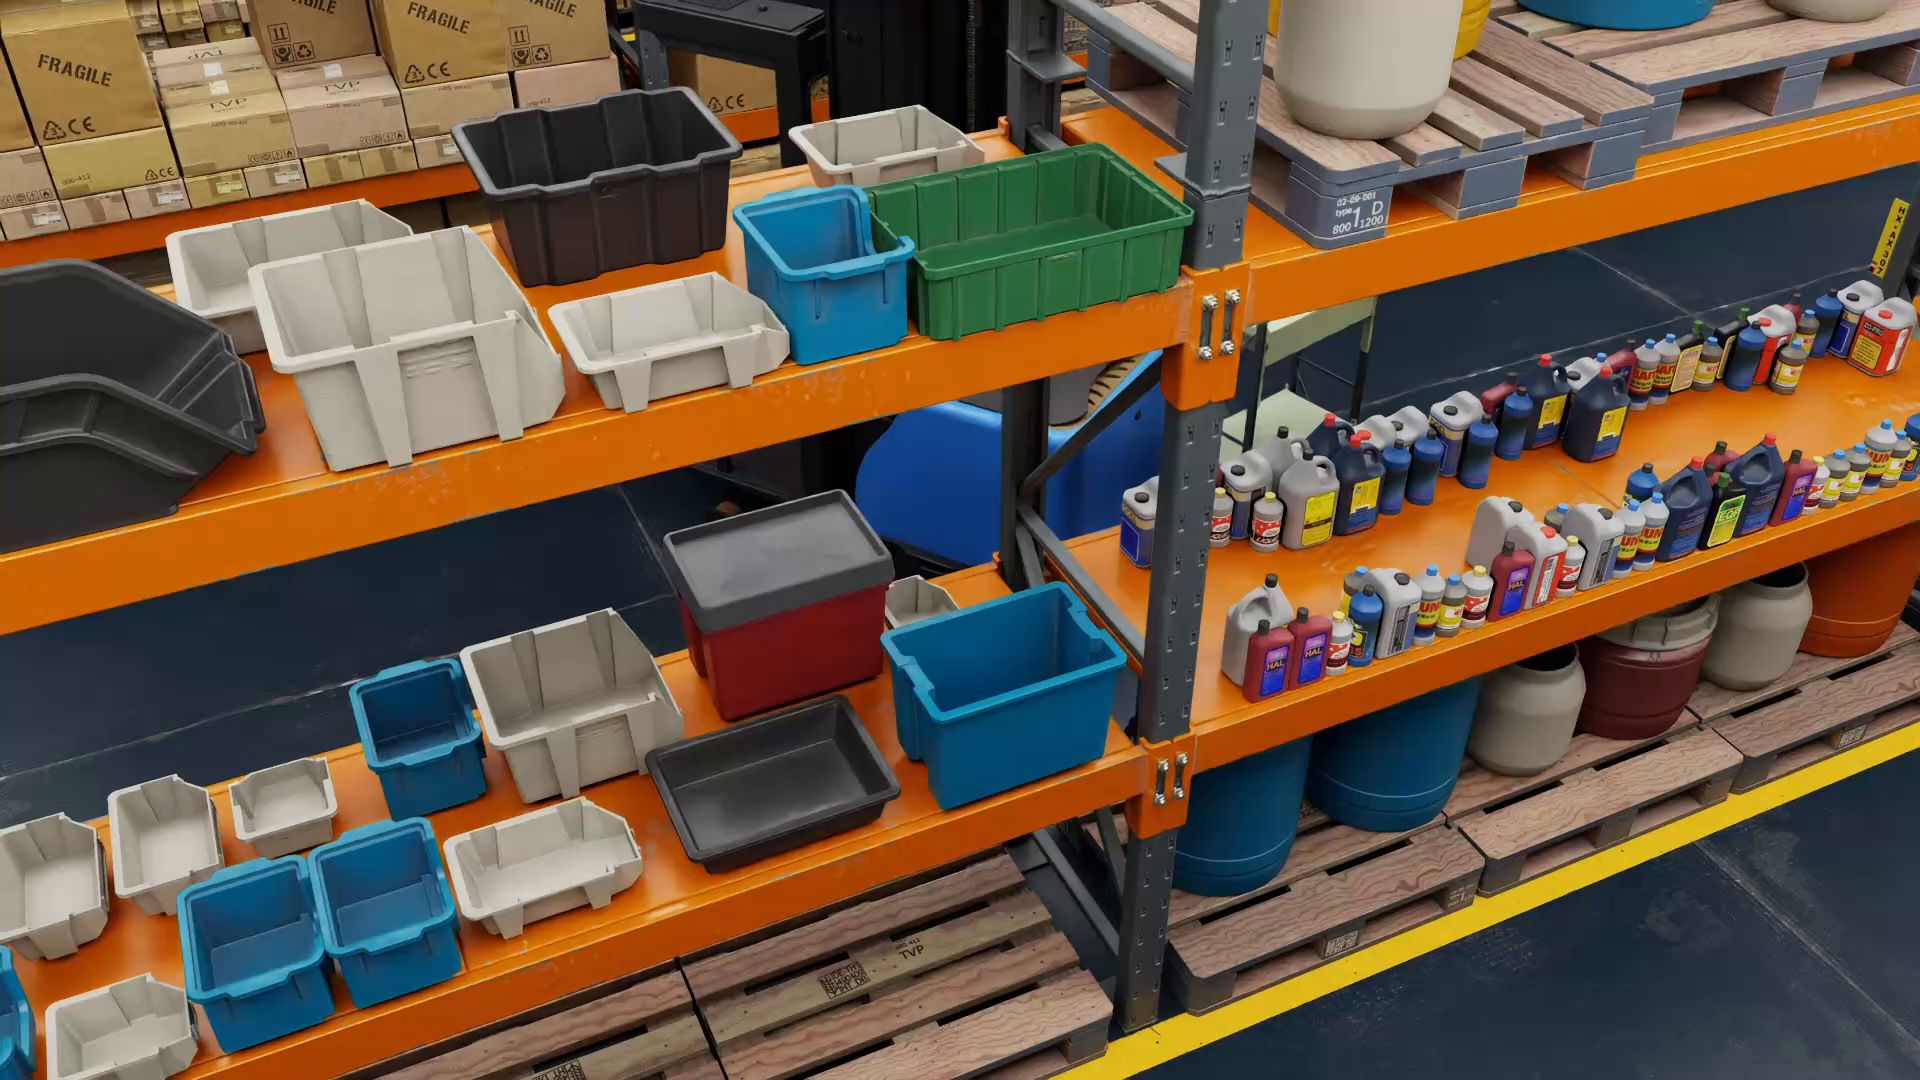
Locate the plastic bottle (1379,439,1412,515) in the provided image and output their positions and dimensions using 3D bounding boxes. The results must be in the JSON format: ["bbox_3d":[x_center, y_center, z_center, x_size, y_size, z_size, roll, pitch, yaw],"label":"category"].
[{"bbox_3d":[1.470,-0.222,5.639,0.097,0.271,0.097,0,37,0],"label":"plastic bottle"}]

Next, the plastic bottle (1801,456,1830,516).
[{"bbox_3d":[2.891,-0.192,5.657,0.097,0.201,0.097,0,37,0],"label":"plastic bottle"}]

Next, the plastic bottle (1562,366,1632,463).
[{"bbox_3d":[2.270,-0.462,5.896,0.185,0.351,0.144,-16,39,-20],"label":"plastic bottle"}]

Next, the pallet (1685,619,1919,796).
[{"bbox_3d":[3.318,0.488,6.915,1.213,0.211,1.003,-16,39,-20],"label":"pallet"}]

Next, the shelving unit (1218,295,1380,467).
[{"bbox_3d":[1.375,-0.611,7.315,0.755,1.500,0.431,-27,44,-31],"label":"shelving unit"}]

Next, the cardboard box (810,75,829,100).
[{"bbox_3d":[-0.734,-2.662,8.738,0.500,0.500,0.500,-16,39,-20],"label":"cardboard box"}]

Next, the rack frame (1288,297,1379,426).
[{"bbox_3d":[1.655,-0.752,7.504,0.023,1.500,0.400,-27,44,-31],"label":"rack frame"}]

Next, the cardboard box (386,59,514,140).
[{"bbox_3d":[-2.467,-2.187,8.056,0.500,0.250,0.500,-14,39,-19],"label":"cardboard box"}]

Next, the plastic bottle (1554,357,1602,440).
[{"bbox_3d":[2.230,-0.518,6.035,0.135,0.276,0.152,-16,39,-20],"label":"plastic bottle"}]

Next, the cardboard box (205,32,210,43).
[{"bbox_3d":[-5.343,-3.583,12.104,0.250,0.149,0.380,-16,39,-20],"label":"cardboard box"}]

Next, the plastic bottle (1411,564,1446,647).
[{"bbox_3d":[1.422,0.191,5.083,0.097,0.271,0.097,0,37,0],"label":"plastic bottle"}]

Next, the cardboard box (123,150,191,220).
[{"bbox_3d":[-3.708,-1.638,7.652,0.250,0.149,0.380,-16,39,-20],"label":"cardboard box"}]

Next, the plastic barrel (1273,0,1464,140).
[{"bbox_3d":[0.976,-1.268,3.957,0.433,0.535,0.433,0,37,0],"label":"plastic barrel"}]

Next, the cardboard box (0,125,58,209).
[{"bbox_3d":[-4.315,-1.671,7.361,0.500,0.250,0.500,-16,39,-20],"label":"cardboard box"}]

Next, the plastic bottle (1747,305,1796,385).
[{"bbox_3d":[3.066,-0.752,6.350,0.135,0.276,0.152,-16,39,-20],"label":"plastic bottle"}]

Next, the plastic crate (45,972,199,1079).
[{"bbox_3d":[-1.925,1.159,3.840,0.298,0.136,0.250,-16,39,-20],"label":"plastic crate"}]

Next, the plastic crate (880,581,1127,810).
[{"bbox_3d":[0.115,0.443,4.598,0.575,0.384,0.392,-16,39,-20],"label":"plastic crate"}]

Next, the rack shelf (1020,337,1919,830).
[{"bbox_3d":[2.204,-0.059,5.916,4.000,0.370,1.077,-16,39,-20],"label":"rack shelf"}]

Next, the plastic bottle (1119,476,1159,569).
[{"bbox_3d":[0.612,-0.066,5.425,0.135,0.276,0.152,-16,39,-20],"label":"plastic bottle"}]

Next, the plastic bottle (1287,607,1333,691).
[{"bbox_3d":[1.027,0.308,4.914,0.133,0.283,0.061,-16,39,-20],"label":"plastic bottle"}]

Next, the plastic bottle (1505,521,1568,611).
[{"bbox_3d":[1.812,0.062,5.253,0.135,0.276,0.152,-16,39,-20],"label":"plastic bottle"}]

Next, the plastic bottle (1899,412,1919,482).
[{"bbox_3d":[3.332,-0.343,5.803,0.097,0.271,0.097,0,37,0],"label":"plastic bottle"}]

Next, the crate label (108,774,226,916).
[{"bbox_3d":[-2.056,0.799,4.326,0.243,0.136,0.396,-16,39,-20],"label":"crate label"}]

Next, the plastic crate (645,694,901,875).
[{"bbox_3d":[-0.506,0.673,4.506,0.590,0.125,0.437,-16,39,-20],"label":"plastic crate"}]

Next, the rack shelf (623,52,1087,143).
[{"bbox_3d":[0.099,-2.730,9.517,4.000,0.370,1.077,-16,39,-20],"label":"rack shelf"}]

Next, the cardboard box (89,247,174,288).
[{"bbox_3d":[-3.963,-1.251,8.350,0.875,0.875,0.875,-16,39,-20],"label":"cardboard box"}]

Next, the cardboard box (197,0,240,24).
[{"bbox_3d":[-5.360,-3.872,11.993,0.250,0.149,0.380,-16,39,-20],"label":"cardboard box"}]

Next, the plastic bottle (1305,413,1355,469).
[{"bbox_3d":[1.253,-0.278,5.648,0.185,0.351,0.144,-16,39,-20],"label":"plastic bottle"}]

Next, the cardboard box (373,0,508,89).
[{"bbox_3d":[-2.469,-2.488,7.833,0.500,0.500,0.500,-15,39,-19],"label":"cardboard box"}]

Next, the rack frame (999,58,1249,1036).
[{"bbox_3d":[0.393,0.158,5.019,0.127,3.000,1.000,-16,39,-20],"label":"rack frame"}]

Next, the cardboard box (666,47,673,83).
[{"bbox_3d":[-1.404,-2.819,8.948,0.500,0.500,0.500,-15,39,-20],"label":"cardboard box"}]

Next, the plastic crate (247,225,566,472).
[{"bbox_3d":[-1.090,-0.381,3.327,0.530,0.282,0.437,-16,39,-20],"label":"plastic crate"}]

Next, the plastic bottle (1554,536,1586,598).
[{"bbox_3d":[1.929,0.077,5.295,0.097,0.201,0.097,0,37,0],"label":"plastic bottle"}]

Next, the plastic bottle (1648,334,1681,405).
[{"bbox_3d":[2.620,-0.644,6.208,0.097,0.271,0.097,0,37,0],"label":"plastic bottle"}]

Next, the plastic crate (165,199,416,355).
[{"bbox_3d":[-1.463,-0.585,3.724,0.530,0.136,0.437,-16,39,-20],"label":"plastic crate"}]

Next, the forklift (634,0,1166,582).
[{"bbox_3d":[-0.597,-1.384,7.156,3.031,2.935,1.130,19,40,23],"label":"forklift"}]

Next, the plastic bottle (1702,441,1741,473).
[{"bbox_3d":[2.566,-0.217,5.622,0.133,0.283,0.061,-16,39,-20],"label":"plastic bottle"}]

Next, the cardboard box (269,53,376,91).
[{"bbox_3d":[-3.167,-2.337,8.259,0.500,0.250,0.500,-15,39,-19],"label":"cardboard box"}]

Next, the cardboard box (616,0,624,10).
[{"bbox_3d":[-2.946,-4.422,12.940,0.500,0.500,0.500,-14,39,-18],"label":"cardboard box"}]

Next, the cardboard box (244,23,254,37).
[{"bbox_3d":[-5.094,-3.810,12.160,0.250,0.149,0.380,-17,40,-22],"label":"cardboard box"}]

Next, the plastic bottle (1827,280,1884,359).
[{"bbox_3d":[3.485,-0.869,6.508,0.135,0.276,0.152,-16,39,-20],"label":"plastic bottle"}]

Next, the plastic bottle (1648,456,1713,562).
[{"bbox_3d":[2.345,-0.114,5.428,0.185,0.351,0.144,-16,39,-20],"label":"plastic bottle"}]

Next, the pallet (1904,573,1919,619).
[{"bbox_3d":[4.732,0.091,7.451,1.213,0.211,1.003,-16,39,-20],"label":"pallet"}]

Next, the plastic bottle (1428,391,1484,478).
[{"bbox_3d":[1.731,-0.379,5.847,0.135,0.276,0.152,-16,39,-20],"label":"plastic bottle"}]

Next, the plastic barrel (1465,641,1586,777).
[{"bbox_3d":[2.083,0.586,6.178,0.421,0.512,0.421,0,37,0],"label":"plastic barrel"}]

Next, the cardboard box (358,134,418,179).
[{"bbox_3d":[-2.780,-1.897,8.001,0.250,0.149,0.380,-15,39,-19],"label":"cardboard box"}]

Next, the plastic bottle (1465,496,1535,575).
[{"bbox_3d":[1.747,-0.020,5.363,0.135,0.276,0.152,-16,39,-20],"label":"plastic bottle"}]
